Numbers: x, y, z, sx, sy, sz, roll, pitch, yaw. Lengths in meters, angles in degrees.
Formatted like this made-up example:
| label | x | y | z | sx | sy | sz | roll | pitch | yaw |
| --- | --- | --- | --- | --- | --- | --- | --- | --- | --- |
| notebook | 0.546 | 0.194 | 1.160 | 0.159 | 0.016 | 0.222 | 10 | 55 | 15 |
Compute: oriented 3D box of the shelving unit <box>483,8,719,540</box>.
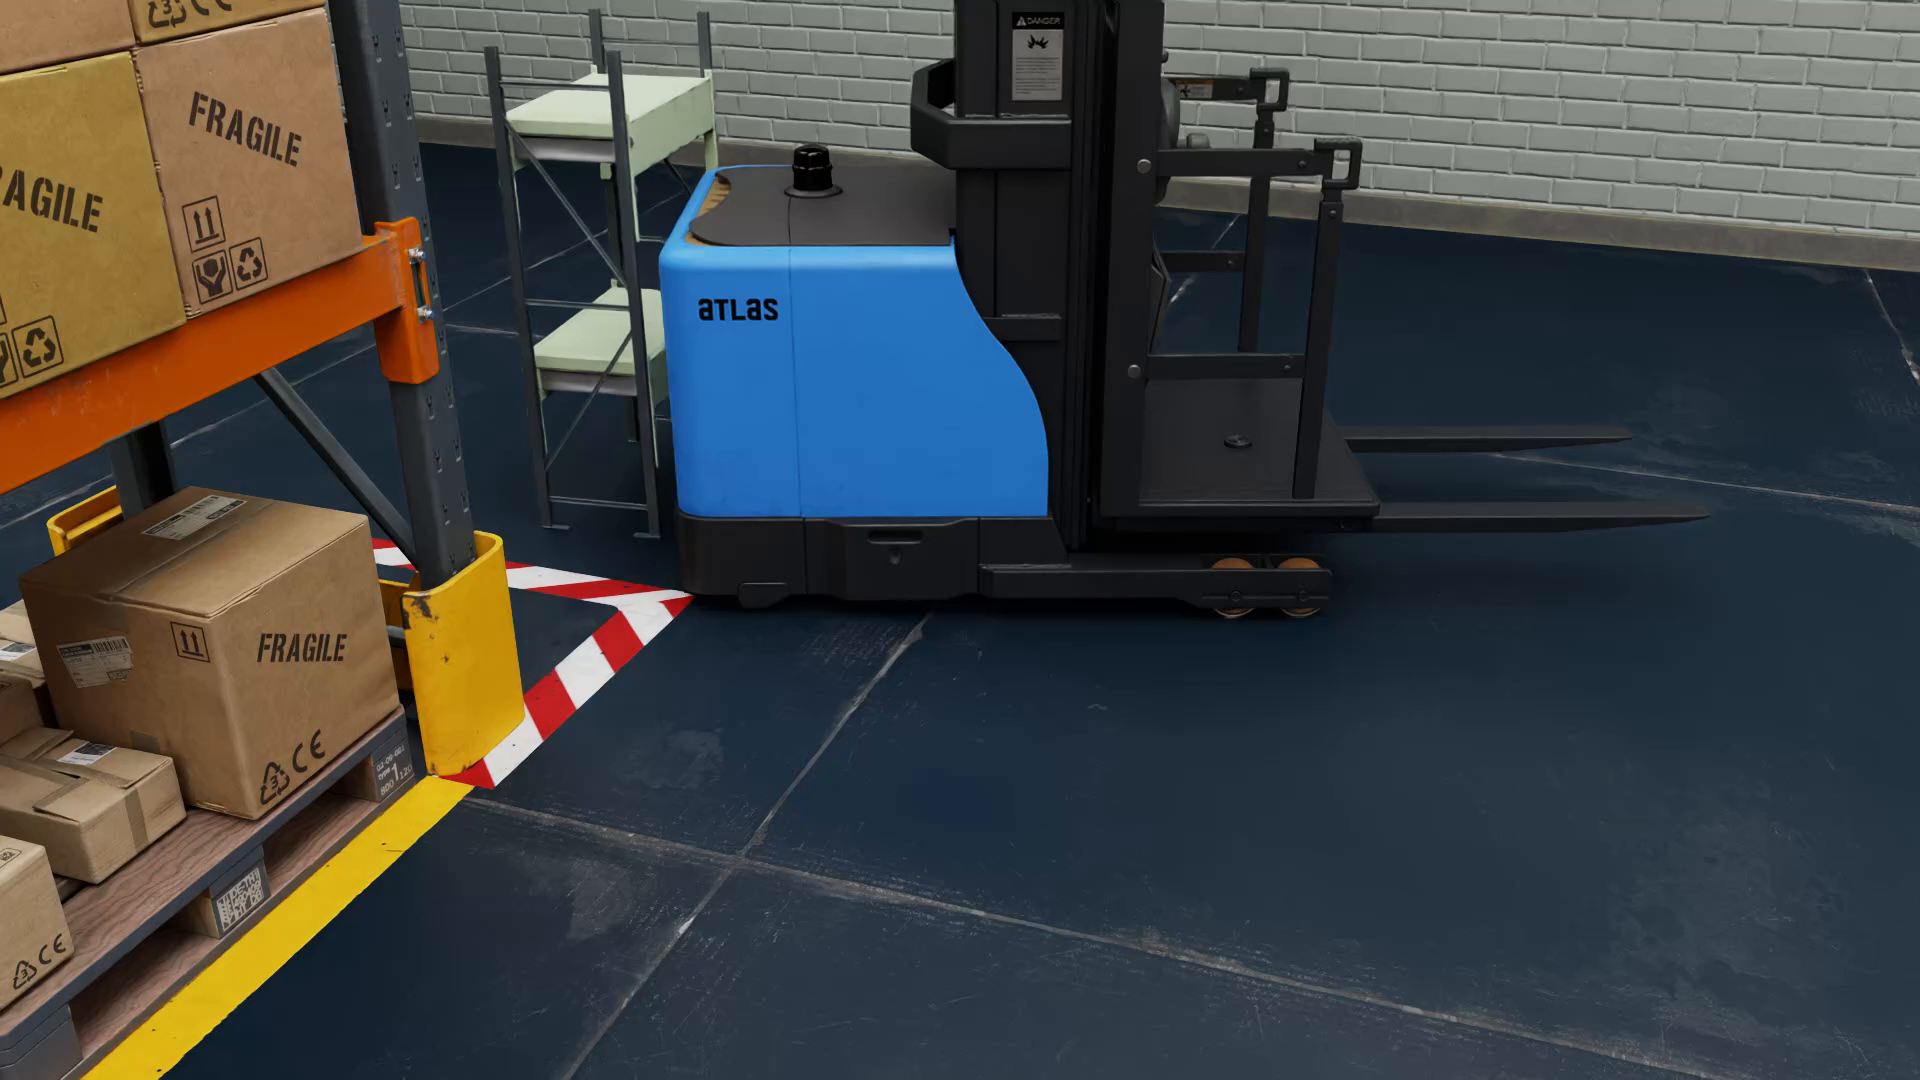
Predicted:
| label | x | y | z | sx | sy | sz | roll | pitch | yaw |
| --- | --- | --- | --- | --- | --- | --- | --- | --- | --- |
| shelving unit | -1.066 | -0.854 | 5.292 | 0.431 | 1.500 | 0.755 | 5 | 26 | 11 |

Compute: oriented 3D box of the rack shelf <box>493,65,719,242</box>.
| label | x | y | z | sx | sy | sz | roll | pitch | yaw |
| --- | --- | --- | --- | --- | --- | --- | --- | --- | --- |
| rack shelf | -1.066 | -1.205 | 5.122 | 0.431 | 0.370 | 0.720 | 5 | 26 | 11 |

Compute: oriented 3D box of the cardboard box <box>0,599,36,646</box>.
| label | x | y | z | sx | sy | sz | roll | pitch | yaw |
| --- | --- | --- | --- | --- | --- | --- | --- | --- | --- |
| cardboard box | -2.153 | 0.255 | 4.048 | 0.380 | 0.149 | 0.250 | 9 | 27 | 17 |

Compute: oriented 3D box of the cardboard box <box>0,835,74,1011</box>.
| label | x | y | z | sx | sy | sz | roll | pitch | yaw |
| --- | --- | --- | --- | --- | --- | --- | --- | --- | --- |
| cardboard box | -1.983 | 0.732 | 2.946 | 0.500 | 0.250 | 0.500 | 9 | 27 | 17 |

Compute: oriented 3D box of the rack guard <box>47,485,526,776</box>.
| label | x | y | z | sx | sy | sz | roll | pitch | yaw |
| --- | --- | --- | --- | --- | --- | --- | --- | --- | --- |
| rack guard | -1.715 | 0.204 | 4.255 | 1.175 | 0.500 | 0.348 | 9 | 27 | 17 |

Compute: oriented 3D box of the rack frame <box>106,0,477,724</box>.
| label | x | y | z | sx | sy | sz | roll | pitch | yaw |
| --- | --- | --- | --- | --- | --- | --- | --- | --- | --- |
| rack frame | -1.690 | -0.952 | 3.775 | 1.000 | 3.000 | 0.127 | 9 | 27 | 17 |

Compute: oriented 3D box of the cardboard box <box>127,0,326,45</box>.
| label | x | y | z | sx | sy | sz | roll | pitch | yaw |
| --- | --- | --- | --- | --- | --- | --- | --- | --- | --- |
| cardboard box | -1.579 | -1.225 | 3.075 | 0.500 | 0.500 | 0.500 | 9 | 27 | 17 |

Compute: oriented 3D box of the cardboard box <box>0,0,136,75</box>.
| label | x | y | z | sx | sy | sz | roll | pitch | yaw |
| --- | --- | --- | --- | --- | --- | --- | --- | --- | --- |
| cardboard box | -1.746 | -1.017 | 2.646 | 0.500 | 0.500 | 0.500 | 10 | 27 | 19 |

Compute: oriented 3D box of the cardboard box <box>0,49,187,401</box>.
| label | x | y | z | sx | sy | sz | roll | pitch | yaw |
| --- | --- | --- | --- | --- | --- | --- | --- | --- | --- |
| cardboard box | -1.751 | -0.560 | 2.850 | 0.500 | 0.500 | 0.500 | 9 | 27 | 18 |

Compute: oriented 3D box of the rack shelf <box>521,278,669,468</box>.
| label | x | y | z | sx | sy | sz | roll | pitch | yaw |
| --- | --- | --- | --- | --- | --- | --- | --- | --- | --- |
| rack shelf | -1.066 | -0.561 | 5.434 | 0.431 | 0.370 | 0.720 | 5 | 26 | 11 |

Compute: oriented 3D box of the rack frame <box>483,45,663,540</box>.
| label | x | y | z | sx | sy | sz | roll | pitch | yaw |
| --- | --- | --- | --- | --- | --- | --- | --- | --- | --- |
| rack frame | -1.140 | -0.698 | 4.970 | 0.400 | 1.500 | 0.023 | 5 | 26 | 11 |

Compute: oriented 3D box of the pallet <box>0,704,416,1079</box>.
| label | x | y | z | sx | sy | sz | roll | pitch | yaw |
| --- | --- | --- | --- | --- | --- | --- | --- | --- | --- |
| pallet | -1.979 | 0.662 | 3.641 | 1.003 | 0.211 | 1.213 | 9 | 27 | 17 |

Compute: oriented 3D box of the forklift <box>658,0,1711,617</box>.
| label | x | y | z | sx | sy | sz | roll | pitch | yaw |
| --- | --- | --- | --- | --- | --- | --- | --- | --- | --- |
| forklift | 0.693 | -1.330 | 4.633 | 3.031 | 2.935 | 1.130 | 0 | 26 | 0 |

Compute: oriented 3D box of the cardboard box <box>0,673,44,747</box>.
| label | x | y | z | sx | sy | sz | roll | pitch | yaw |
| --- | --- | --- | --- | --- | --- | --- | --- | --- | --- |
| cardboard box | -2.305 | 0.475 | 3.477 | 0.500 | 0.250 | 0.500 | 9 | 27 | 17 |

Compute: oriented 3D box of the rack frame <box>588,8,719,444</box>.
| label | x | y | z | sx | sy | sz | roll | pitch | yaw |
| --- | --- | --- | --- | --- | --- | --- | --- | --- | --- |
| rack frame | -0.992 | -1.010 | 5.615 | 0.400 | 1.500 | 0.023 | 5 | 26 | 11 |

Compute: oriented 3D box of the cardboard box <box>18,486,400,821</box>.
| label | x | y | z | sx | sy | sz | roll | pitch | yaw |
| --- | --- | --- | --- | --- | --- | --- | --- | --- | --- |
| cardboard box | -1.638 | 0.234 | 3.688 | 0.500 | 0.500 | 0.500 | 9 | 27 | 17 |

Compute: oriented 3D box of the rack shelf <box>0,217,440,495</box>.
| label | x | y | z | sx | sy | sz | roll | pitch | yaw |
| --- | --- | --- | --- | --- | --- | --- | --- | --- | --- |
| rack shelf | -2.355 | 0.193 | 2.234 | 1.077 | 0.370 | 4.000 | 9 | 27 | 17 |

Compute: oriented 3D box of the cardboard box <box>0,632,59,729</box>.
| label | x | y | z | sx | sy | sz | roll | pitch | yaw |
| --- | --- | --- | --- | --- | --- | --- | --- | --- | --- |
| cardboard box | -2.236 | 0.350 | 3.832 | 0.380 | 0.166 | 0.250 | 9 | 27 | 17 |

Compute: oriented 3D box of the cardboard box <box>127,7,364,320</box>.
| label | x | y | z | sx | sy | sz | roll | pitch | yaw |
| --- | --- | --- | --- | --- | --- | --- | --- | --- | --- |
| cardboard box | -1.582 | -0.774 | 3.291 | 0.500 | 0.500 | 0.500 | 10 | 27 | 19 |

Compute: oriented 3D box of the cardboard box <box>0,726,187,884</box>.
| label | x | y | z | sx | sy | sz | roll | pitch | yaw |
| --- | --- | --- | --- | --- | --- | --- | --- | --- | --- |
| cardboard box | -1.858 | 0.537 | 3.444 | 0.380 | 0.166 | 0.250 | 9 | 27 | 17 |
